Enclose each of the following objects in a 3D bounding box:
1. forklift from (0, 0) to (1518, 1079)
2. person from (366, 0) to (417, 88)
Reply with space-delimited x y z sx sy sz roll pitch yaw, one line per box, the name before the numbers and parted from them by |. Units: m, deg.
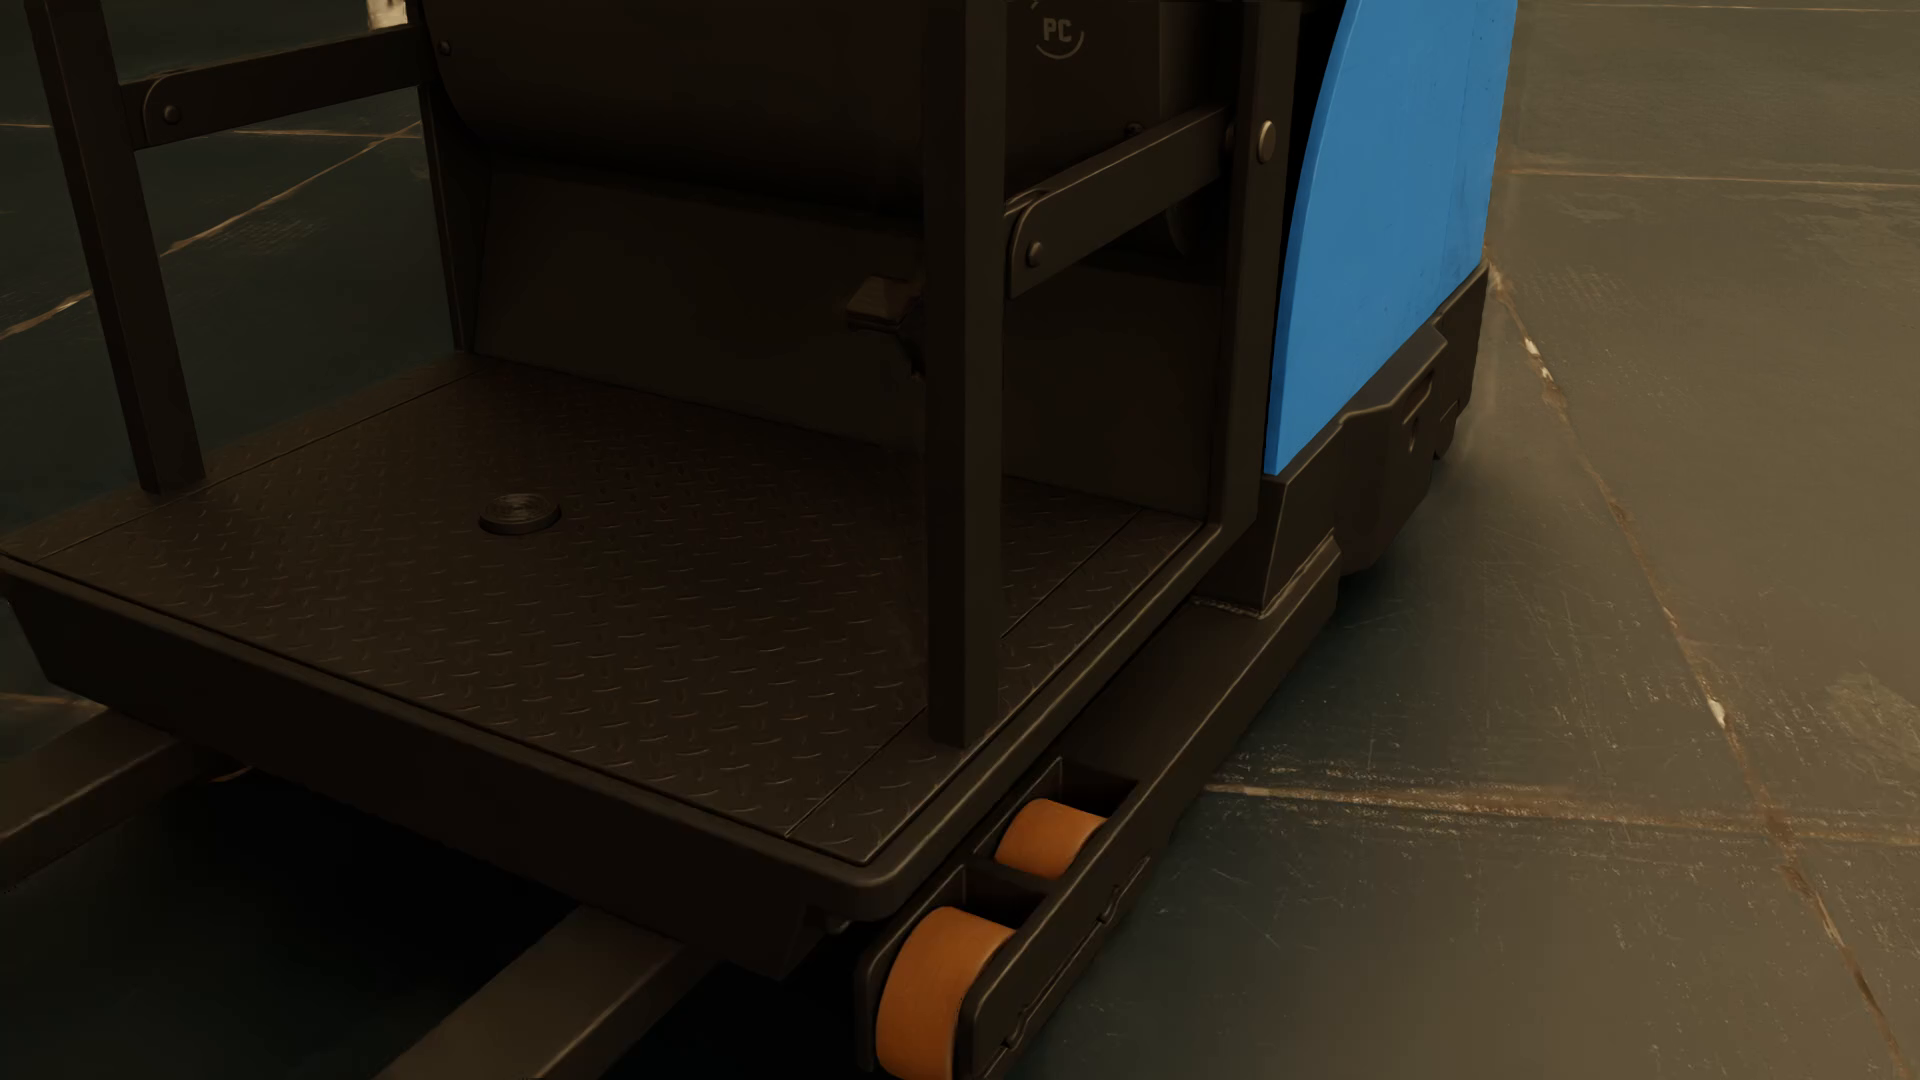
forklift | -0.298 -1.044 1.309 1.130 2.935 3.031 14 30 26
person | -0.994 -1.509 3.753 0.542 1.658 1.120 2 27 3
